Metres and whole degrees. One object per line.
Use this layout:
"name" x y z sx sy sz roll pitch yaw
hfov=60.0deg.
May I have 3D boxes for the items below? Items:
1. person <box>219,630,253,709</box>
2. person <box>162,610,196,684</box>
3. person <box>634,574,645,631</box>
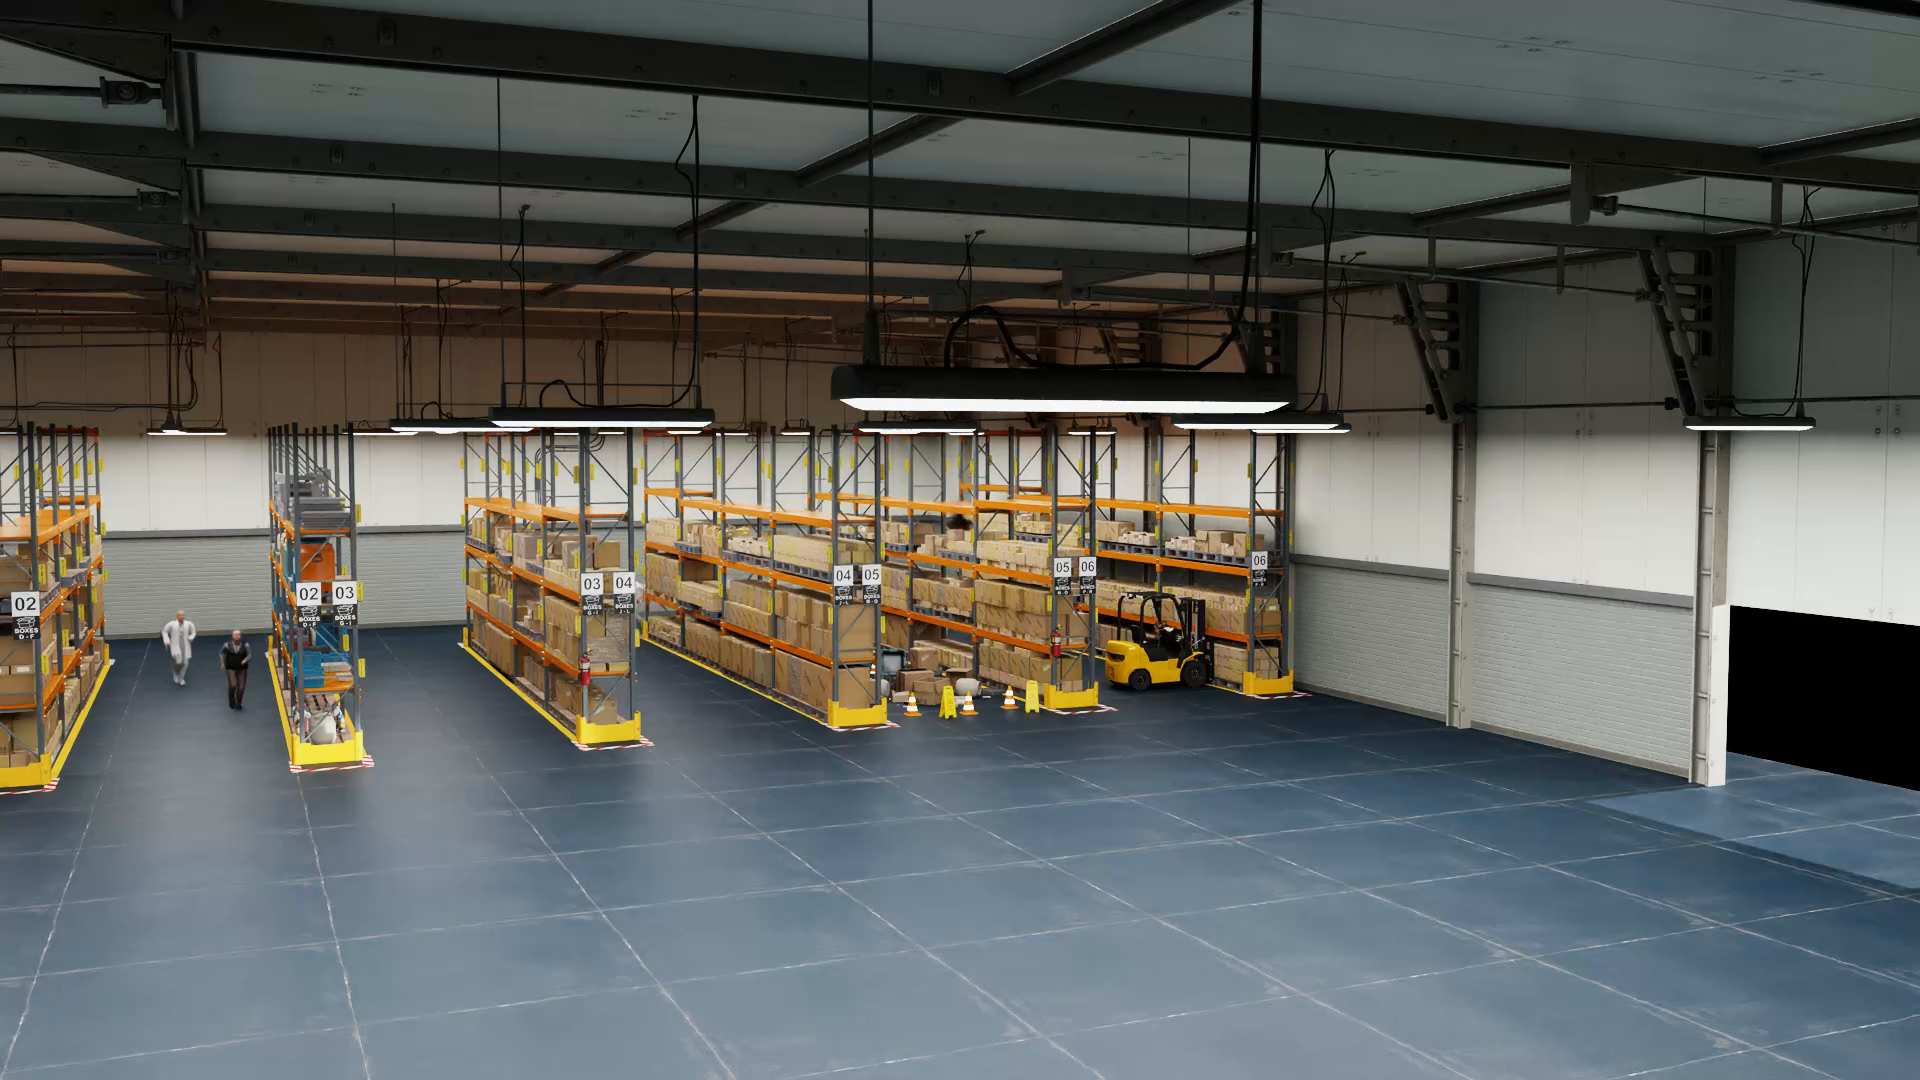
"person" -15.197 2.775 34.939 0.630 1.588 0.733 -2 4 -30
"person" -18.045 2.496 38.512 0.687 1.735 0.745 -3 4 -38
"person" -9.510 1.866 48.659 0.937 1.811 0.724 -3 4 -38
